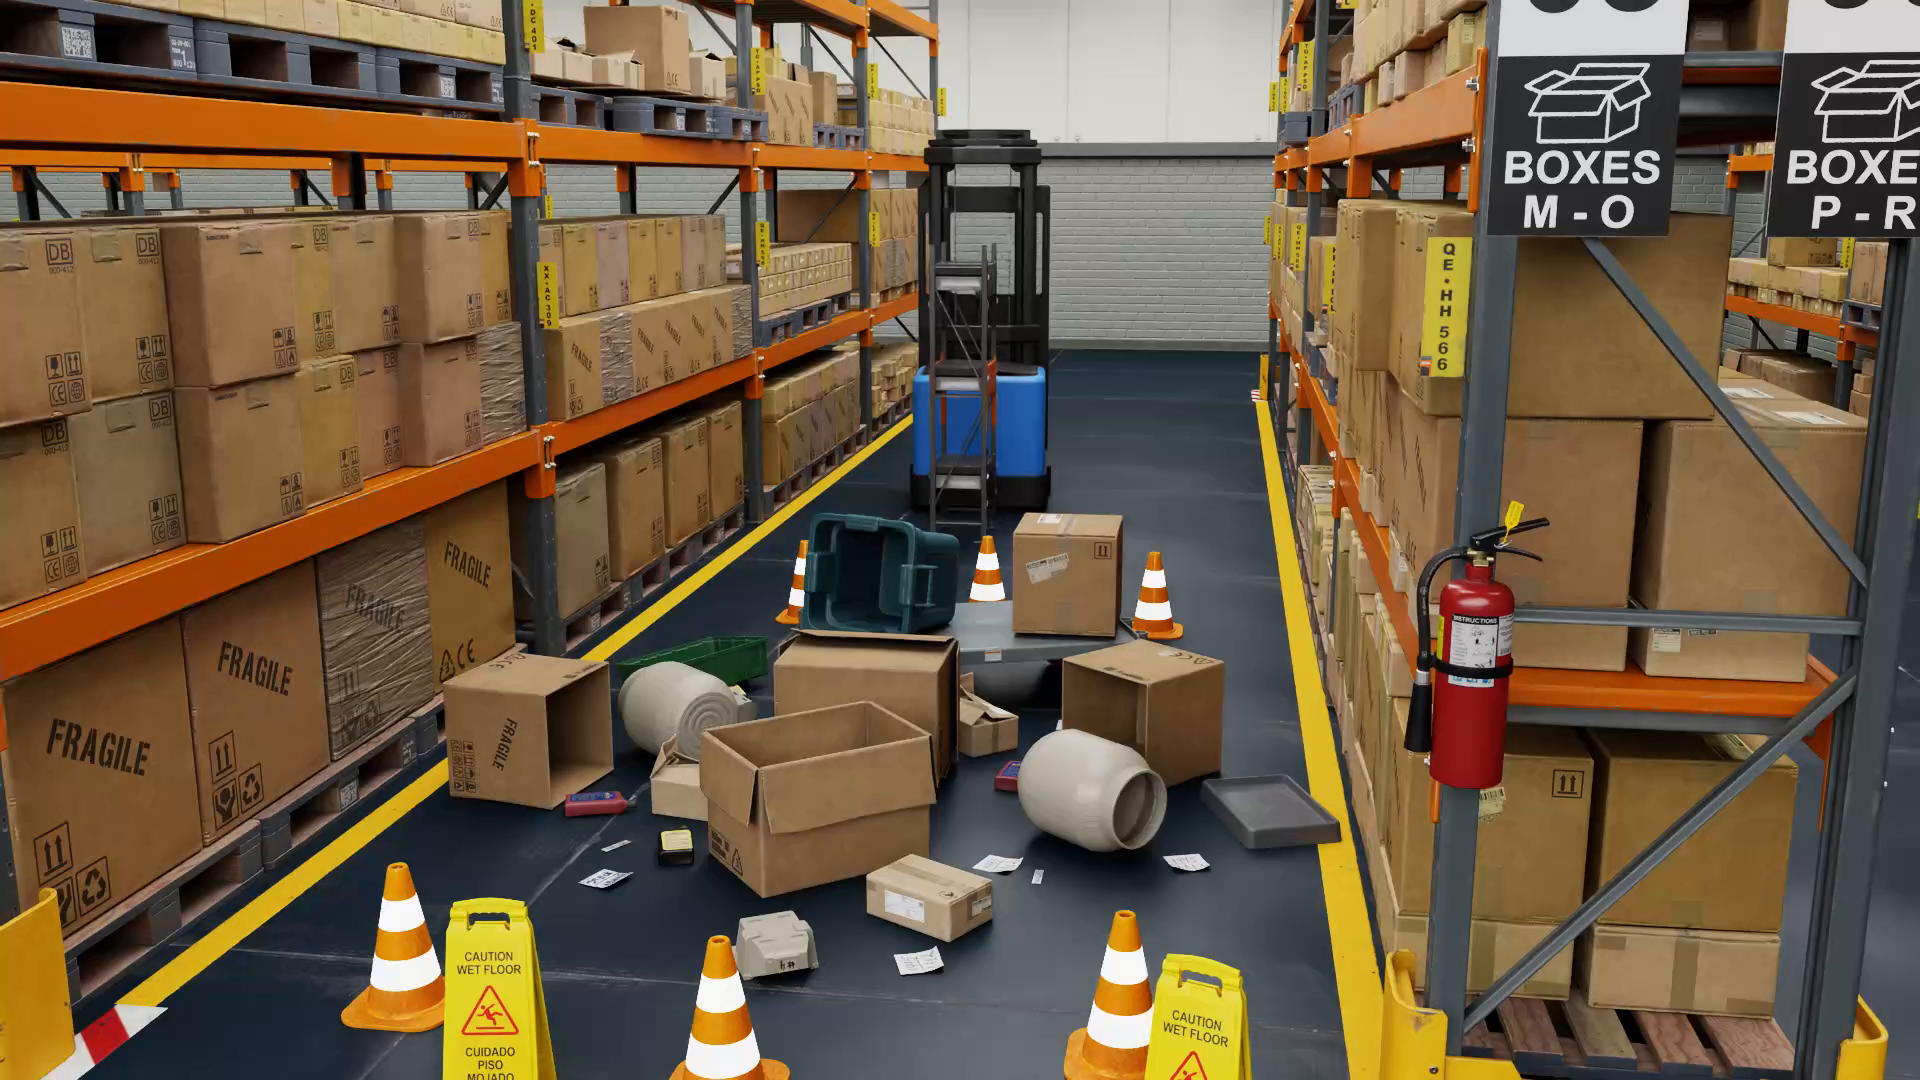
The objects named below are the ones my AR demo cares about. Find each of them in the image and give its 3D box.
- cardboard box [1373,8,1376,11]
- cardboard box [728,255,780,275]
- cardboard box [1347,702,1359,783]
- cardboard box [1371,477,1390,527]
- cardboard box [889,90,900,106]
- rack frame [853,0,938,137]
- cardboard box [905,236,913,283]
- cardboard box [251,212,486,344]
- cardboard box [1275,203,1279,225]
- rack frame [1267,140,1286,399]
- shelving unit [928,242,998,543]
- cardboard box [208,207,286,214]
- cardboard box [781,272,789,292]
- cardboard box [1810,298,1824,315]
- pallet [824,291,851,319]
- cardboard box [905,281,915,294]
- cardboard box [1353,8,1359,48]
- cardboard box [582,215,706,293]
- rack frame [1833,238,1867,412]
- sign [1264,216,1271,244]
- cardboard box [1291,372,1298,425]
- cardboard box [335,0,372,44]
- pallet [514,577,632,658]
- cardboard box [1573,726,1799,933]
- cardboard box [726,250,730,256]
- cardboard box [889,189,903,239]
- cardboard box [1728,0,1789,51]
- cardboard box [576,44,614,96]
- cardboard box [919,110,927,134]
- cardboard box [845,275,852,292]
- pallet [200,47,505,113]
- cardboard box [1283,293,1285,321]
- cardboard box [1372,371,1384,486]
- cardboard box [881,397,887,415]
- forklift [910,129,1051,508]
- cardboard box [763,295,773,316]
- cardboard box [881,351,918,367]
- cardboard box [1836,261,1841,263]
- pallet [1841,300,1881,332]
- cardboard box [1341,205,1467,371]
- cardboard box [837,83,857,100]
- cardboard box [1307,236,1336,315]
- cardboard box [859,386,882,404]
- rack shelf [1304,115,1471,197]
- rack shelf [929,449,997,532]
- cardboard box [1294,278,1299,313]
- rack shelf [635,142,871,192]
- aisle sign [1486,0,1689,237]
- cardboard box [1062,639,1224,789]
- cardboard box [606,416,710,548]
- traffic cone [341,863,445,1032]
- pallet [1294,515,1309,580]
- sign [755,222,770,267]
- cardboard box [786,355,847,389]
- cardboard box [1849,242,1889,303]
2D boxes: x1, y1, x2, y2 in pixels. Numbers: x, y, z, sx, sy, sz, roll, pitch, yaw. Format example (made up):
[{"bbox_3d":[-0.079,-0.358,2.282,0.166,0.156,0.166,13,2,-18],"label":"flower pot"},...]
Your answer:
[{"bbox_3d":[1.871,-2.205,6.689,0.380,0.149,0.250,1,12,7],"label":"cardboard box"},{"bbox_3d":[-1.645,-2.179,13.170,0.380,0.149,0.250,2,12,8],"label":"cardboard box"},{"bbox_3d":[1.796,0.838,6.513,0.500,0.250,0.500,2,12,8],"label":"cardboard box"},{"bbox_3d":[1.721,-0.139,6.115,0.380,0.149,0.250,2,12,8],"label":"cardboard box"},{"bbox_3d":[-0.840,-4.598,17.313,0.380,0.149,0.250,3,12,11],"label":"cardboard box"},{"bbox_3d":[-0.758,-6.206,19.432,1.000,3.000,0.127,2,12,9],"label":"rack frame"},{"bbox_3d":[-0.813,-3.050,18.082,0.500,0.500,0.500,3,12,11],"label":"cardboard box"},{"bbox_3d":[-2.664,-1.183,7.444,0.875,0.550,0.550,2,12,9],"label":"cardboard box"},{"bbox_3d":[3.649,-3.366,17.883,0.500,0.500,0.500,2,12,8],"label":"cardboard box"},{"bbox_3d":[4.149,-3.134,19.418,1.000,3.000,0.127,2,12,9],"label":"rack frame"},{"bbox_3d":[0.025,-1.061,11.932,0.431,2.100,0.503,2,12,9],"label":"shelving unit"},{"bbox_3d":[-6.546,-2.757,15.046,0.797,0.503,0.637,2,12,10],"label":"cardboard box"},{"bbox_3d":[-1.600,-2.095,13.489,0.380,0.149,0.250,2,12,9],"label":"cardboard box"},{"bbox_3d":[8.273,-2.203,15.693,0.380,0.149,0.250,2,12,10],"label":"cardboard box"},{"bbox_3d":[-1.635,-2.193,15.504,1.003,0.211,1.213,2,12,9],"label":"pallet"},{"bbox_3d":[-0.714,-2.863,18.754,0.380,0.149,0.250,1,12,6],"label":"cardboard box"},{"bbox_3d":[2.401,-2.817,8.997,0.500,0.250,0.500,2,12,10],"label":"cardboard box"},{"bbox_3d":[-2.144,-1.948,11.300,0.700,0.500,0.500,2,12,8],"label":"cardboard box"},{"bbox_3d":[8.439,-2.142,14.811,1.000,3.000,0.127,2,12,9],"label":"rack frame"},{"bbox_3d":[3.601,-3.616,19.407,0.100,0.325,0.005,2,12,9],"label":"sign"},{"bbox_3d":[3.736,-1.382,16.370,0.875,0.438,0.875,2,12,8],"label":"cardboard box"},{"bbox_3d":[-2.538,-2.022,6.498,0.380,0.149,0.250,2,12,8],"label":"cardboard box"},{"bbox_3d":[-2.559,0.424,9.524,1.003,0.211,1.213,2,12,9],"label":"pallet"},{"bbox_3d":[2.088,0.805,4.890,0.500,0.500,0.500,1,12,7],"label":"cardboard box"},{"bbox_3d":[-2.165,-2.368,14.048,0.380,0.149,0.250,2,12,11],"label":"cardboard box"},{"bbox_3d":[-0.890,-3.423,17.438,0.500,0.500,0.500,2,12,10],"label":"cardboard box"},{"bbox_3d":[2.060,-1.206,3.945,0.380,0.149,0.250,2,12,9],"label":"cardboard box"},{"bbox_3d":[-2.473,-2.931,10.330,0.500,0.311,0.500,2,12,8],"label":"cardboard box"},{"bbox_3d":[-0.655,-4.701,18.734,0.500,0.250,0.500,2,12,7],"label":"cardboard box"},{"bbox_3d":[-1.239,-2.435,15.770,0.380,0.149,0.250,2,12,7],"label":"cardboard box"},{"bbox_3d":[-2.740,-2.029,7.378,1.003,0.211,1.213,2,12,9],"label":"pallet"},{"bbox_3d":[3.127,-2.038,14.684,0.500,0.250,0.500,2,12,7],"label":"cardboard box"},{"bbox_3d":[1.758,-0.433,5.939,0.500,0.500,0.500,2,12,9],"label":"cardboard box"},{"bbox_3d":[-0.959,-1.374,17.017,0.380,0.149,0.250,2,12,10],"label":"cardboard box"},{"bbox_3d":[0.208,-1.941,14.044,1.130,2.935,3.031,1,12,2],"label":"forklift"},{"bbox_3d":[-1.679,-1.833,12.980,0.380,0.149,0.250,2,12,11],"label":"cardboard box"},{"bbox_3d":[-0.688,-2.040,18.697,0.380,0.149,0.250,2,12,11],"label":"cardboard box"},{"bbox_3d":[9.165,-2.835,17.677,0.500,0.250,0.500,2,12,9],"label":"cardboard box"},{"bbox_3d":[8.208,-1.885,14.076,1.003,0.211,1.213,2,12,9],"label":"pallet"},{"bbox_3d":[1.613,-0.815,5.338,0.700,0.500,0.500,2,12,8],"label":"cardboard box"},{"bbox_3d":[-1.089,-4.326,16.050,0.380,0.149,0.250,2,12,8],"label":"cardboard box"},{"bbox_3d":[2.620,-1.783,11.204,0.500,0.500,0.500,2,12,7],"label":"cardboard box"},{"bbox_3d":[-1.001,-1.463,16.727,0.380,0.149,0.250,2,12,11],"label":"cardboard box"},{"bbox_3d":[2.611,-2.167,9.518,1.077,0.370,4.000,2,12,9],"label":"rack shelf"},{"bbox_3d":[0.025,-0.363,12.082,0.431,0.518,0.480,2,12,9],"label":"rack shelf"},{"bbox_3d":[2.817,-1.856,12.655,0.500,0.250,0.500,2,12,7],"label":"cardboard box"},{"bbox_3d":[-1.681,-3.139,14.029,1.077,0.370,4.000,2,12,9],"label":"rack shelf"},{"bbox_3d":[1.392,-1.071,3.673,0.394,0.787,0.004,2,12,9],"label":"aisle sign"},{"bbox_3d":[0.794,0.763,7.259,0.500,0.500,0.500,-10,16,-40],"label":"cardboard box"},{"bbox_3d":[-2.302,-0.408,11.110,1.050,0.750,0.750,2,12,10],"label":"cardboard box"},{"bbox_3d":[-1.734,1.232,5.176,0.336,0.463,0.334,2,12,9],"label":"traffic cone"},{"bbox_3d":[2.797,0.057,11.230,1.003,0.211,1.213,2,12,9],"label":"pallet"},{"bbox_3d":[-1.439,-2.157,12.135,0.100,0.325,0.005,2,12,9],"label":"sign"},{"bbox_3d":[-1.330,-1.521,15.089,0.500,0.250,0.500,2,12,11],"label":"cardboard box"},{"bbox_3d":[8.143,-2.302,14.323,0.700,0.500,0.500,2,12,10],"label":"cardboard box"}]
